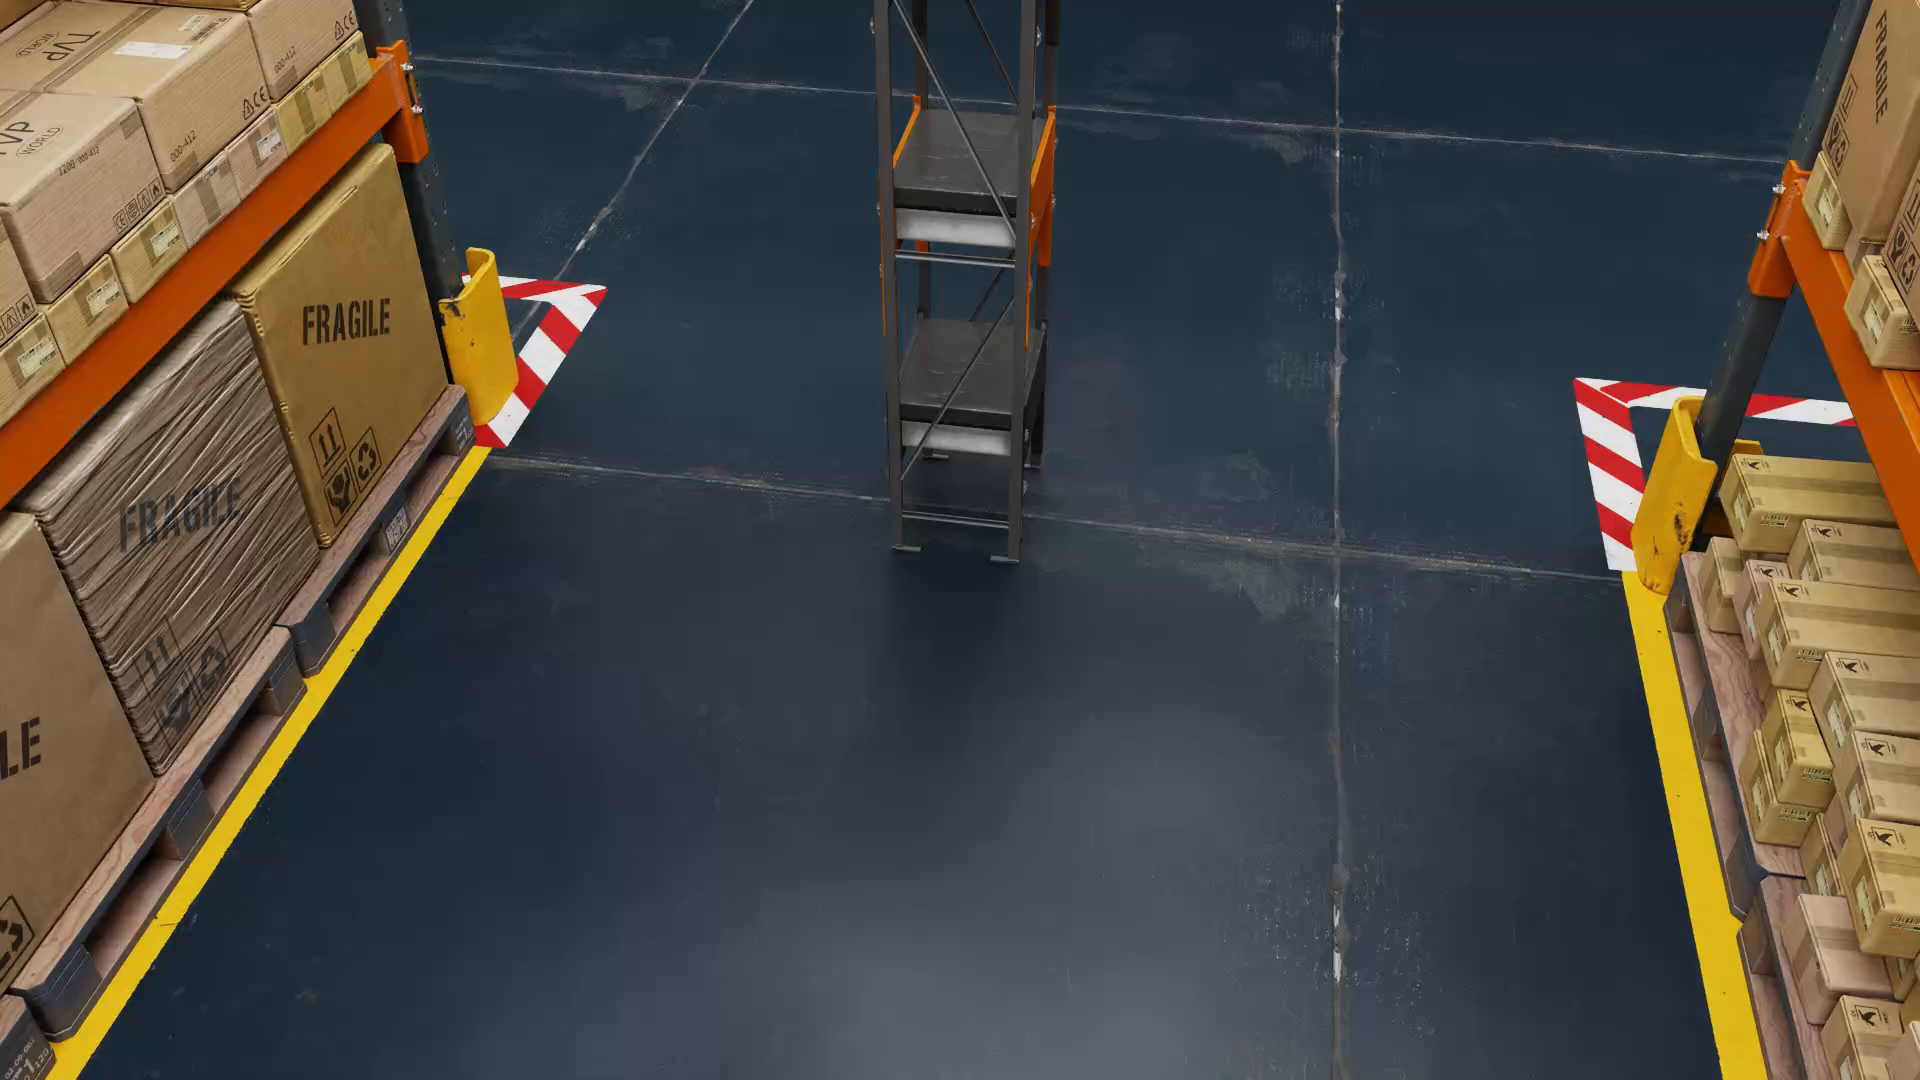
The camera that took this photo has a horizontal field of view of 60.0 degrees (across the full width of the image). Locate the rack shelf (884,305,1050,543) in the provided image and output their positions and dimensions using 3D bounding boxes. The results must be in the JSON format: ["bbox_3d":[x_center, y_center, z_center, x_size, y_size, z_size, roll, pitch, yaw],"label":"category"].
[{"bbox_3d":[0.029,-0.363,5.161,0.431,0.518,0.480,6,40,8],"label":"rack shelf"}]

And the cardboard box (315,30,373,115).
[{"bbox_3d":[-1.911,-1.340,4.714,0.380,0.149,0.250,7,40,9],"label":"cardboard box"}]

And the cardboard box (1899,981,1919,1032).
[{"bbox_3d":[2.126,1.035,3.319,0.380,0.149,0.250,8,40,10],"label":"cardboard box"}]

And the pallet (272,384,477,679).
[{"bbox_3d":[-2.235,-0.111,5.219,1.003,0.211,1.213,6,40,8],"label":"pallet"}]

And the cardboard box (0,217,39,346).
[{"bbox_3d":[-2.258,-0.455,3.331,0.500,0.250,0.500,6,40,8],"label":"cardboard box"}]

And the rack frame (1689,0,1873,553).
[{"bbox_3d":[2.694,-1.086,4.210,1.000,3.000,0.127,6,40,8],"label":"rack frame"}]

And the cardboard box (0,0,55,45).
[{"bbox_3d":[-2.606,-1.155,4.177,0.500,0.250,0.500,6,40,7],"label":"cardboard box"}]

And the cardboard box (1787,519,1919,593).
[{"bbox_3d":[2.340,0.099,4.217,0.380,0.149,0.250,7,40,8],"label":"cardboard box"}]

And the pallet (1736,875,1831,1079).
[{"bbox_3d":[2.292,1.305,3.505,1.003,0.211,1.213,6,40,8],"label":"pallet"}]

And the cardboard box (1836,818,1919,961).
[{"bbox_3d":[2.061,0.741,3.441,0.380,0.149,0.250,7,40,8],"label":"cardboard box"}]

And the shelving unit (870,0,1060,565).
[{"bbox_3d":[0.029,-0.913,4.707,0.431,2.100,0.503,6,40,8],"label":"shelving unit"}]

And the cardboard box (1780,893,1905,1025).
[{"bbox_3d":[2.056,0.940,3.667,0.380,0.149,0.250,5,40,6],"label":"cardboard box"}]

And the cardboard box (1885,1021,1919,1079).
[{"bbox_3d":[1.961,1.053,3.063,0.380,0.149,0.250,5,40,6],"label":"cardboard box"}]

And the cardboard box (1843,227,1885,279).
[{"bbox_3d":[2.312,-0.658,3.889,0.380,0.149,0.250,8,40,9],"label":"cardboard box"}]

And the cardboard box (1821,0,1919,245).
[{"bbox_3d":[2.345,-0.988,3.779,0.500,0.500,0.500,8,40,10],"label":"cardboard box"}]

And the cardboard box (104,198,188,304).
[{"bbox_3d":[-2.086,-0.699,3.938,0.380,0.149,0.250,6,40,7],"label":"cardboard box"}]

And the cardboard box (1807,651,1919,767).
[{"bbox_3d":[2.209,0.408,3.844,0.380,0.149,0.250,5,40,5],"label":"cardboard box"}]

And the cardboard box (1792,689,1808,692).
[{"bbox_3d":[2.293,0.365,4.128,0.380,0.149,0.250,7,40,8],"label":"cardboard box"}]

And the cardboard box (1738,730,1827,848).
[{"bbox_3d":[2.135,0.622,4.051,0.380,0.149,0.250,7,40,8],"label":"cardboard box"}]

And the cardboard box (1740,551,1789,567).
[{"bbox_3d":[2.351,0.036,4.526,0.380,0.149,0.250,8,40,10],"label":"cardboard box"}]

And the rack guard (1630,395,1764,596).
[{"bbox_3d":[2.681,-0.075,4.949,1.175,0.500,0.348,6,40,8],"label":"rack guard"}]

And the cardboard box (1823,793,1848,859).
[{"bbox_3d":[2.189,0.692,3.734,0.380,0.149,0.250,5,40,6],"label":"cardboard box"}]

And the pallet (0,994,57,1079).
[{"bbox_3d":[-2.657,1.420,3.367,1.003,0.211,1.213,6,40,8],"label":"pallet"}]

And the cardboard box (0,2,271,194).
[{"bbox_3d":[-2.084,-1.102,4.113,0.500,0.250,0.500,6,40,7],"label":"cardboard box"}]

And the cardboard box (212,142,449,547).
[{"bbox_3d":[-2.205,-0.629,4.995,0.875,0.875,0.875,6,40,8],"label":"cardboard box"}]

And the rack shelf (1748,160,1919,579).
[{"bbox_3d":[2.348,0.446,2.921,1.077,0.370,4.000,6,40,8],"label":"rack shelf"}]

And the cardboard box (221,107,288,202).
[{"bbox_3d":[-1.999,-1.018,4.325,0.380,0.149,0.250,6,40,8],"label":"cardboard box"}]

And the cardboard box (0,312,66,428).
[{"bbox_3d":[-2.175,-0.381,3.554,0.380,0.149,0.250,7,40,9],"label":"cardboard box"}]

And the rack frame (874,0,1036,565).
[{"bbox_3d":[-0.014,-0.760,4.521,0.400,2.100,0.015,6,40,8],"label":"rack frame"}]

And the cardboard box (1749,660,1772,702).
[{"bbox_3d":[2.324,0.317,4.420,0.380,0.149,0.250,6,40,7],"label":"cardboard box"}]

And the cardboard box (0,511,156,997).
[{"bbox_3d":[-2.517,0.501,3.628,0.875,0.875,0.875,6,40,8],"label":"cardboard box"}]
